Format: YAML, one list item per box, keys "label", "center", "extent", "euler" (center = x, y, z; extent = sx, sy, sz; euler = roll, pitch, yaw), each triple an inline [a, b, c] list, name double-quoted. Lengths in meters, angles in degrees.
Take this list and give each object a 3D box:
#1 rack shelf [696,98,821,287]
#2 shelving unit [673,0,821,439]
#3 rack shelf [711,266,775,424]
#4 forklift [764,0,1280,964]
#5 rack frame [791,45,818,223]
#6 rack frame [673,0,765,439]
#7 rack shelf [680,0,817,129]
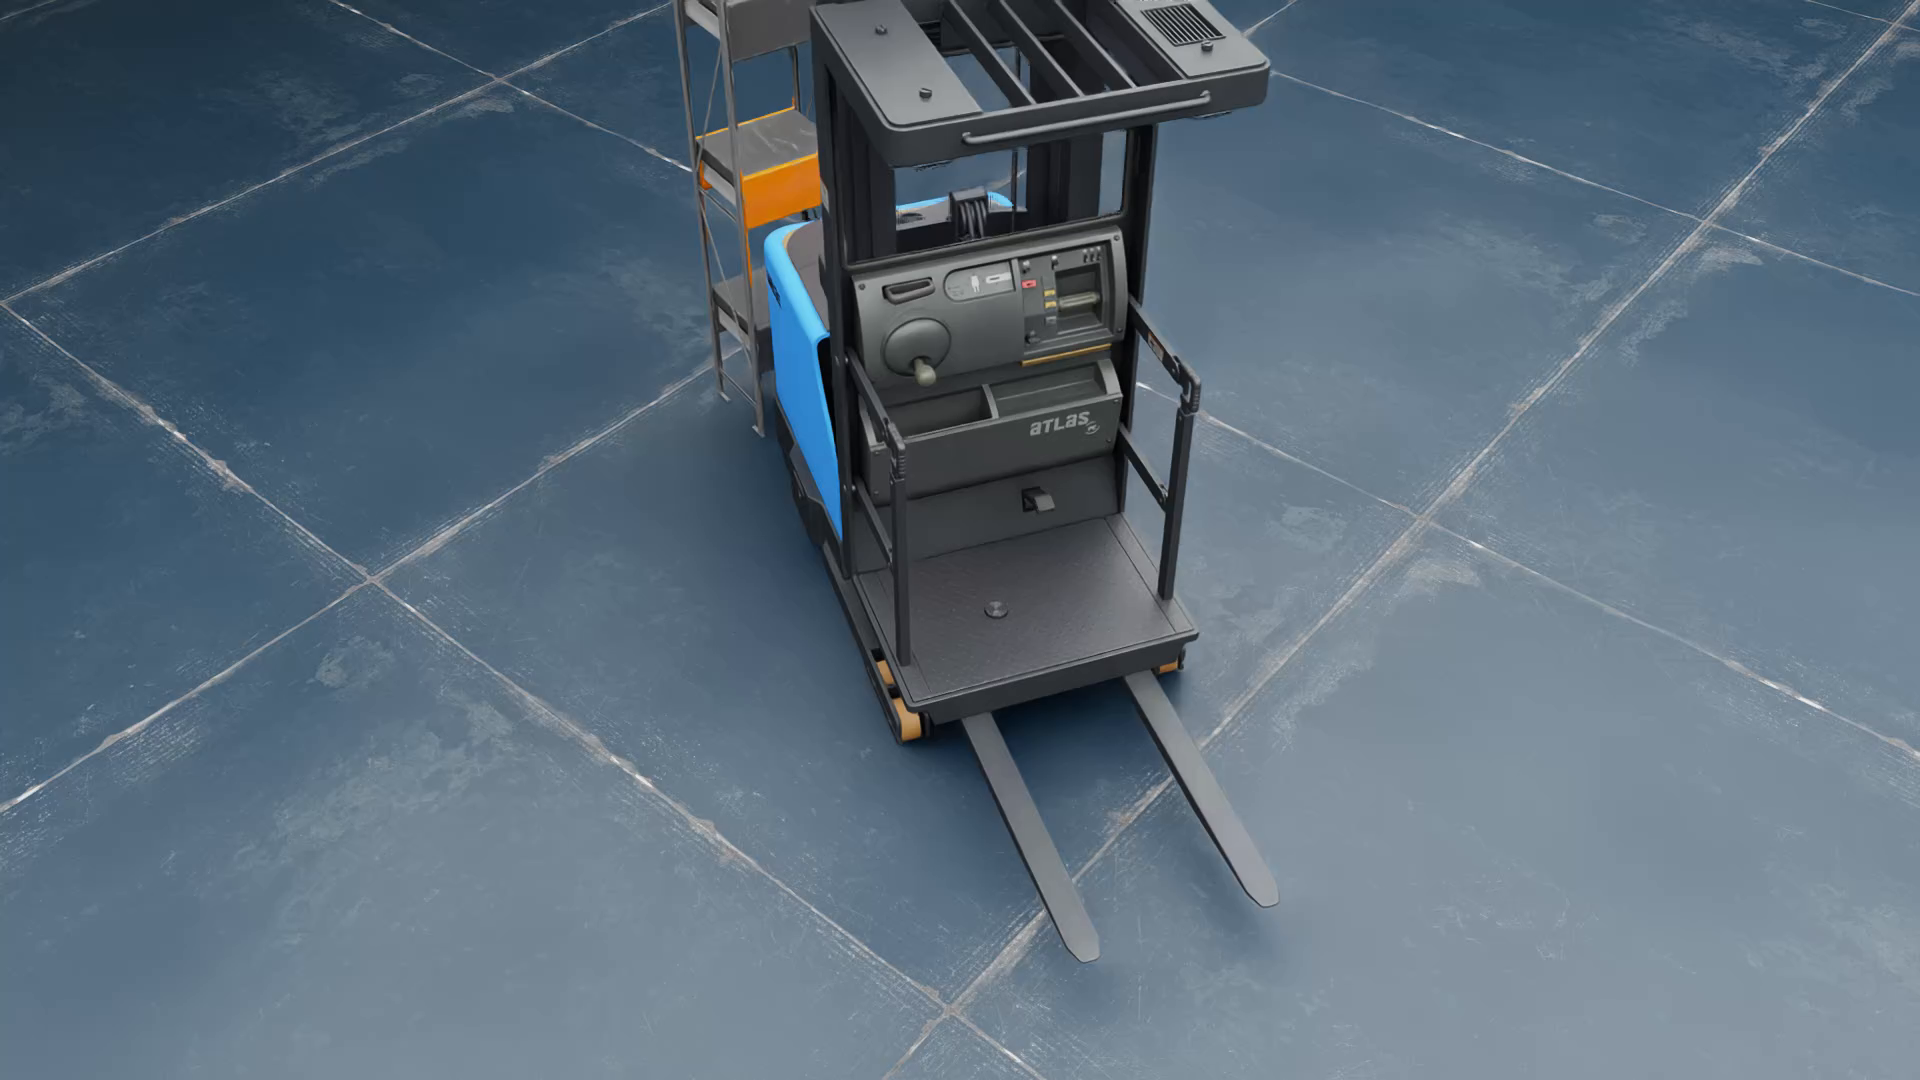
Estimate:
- label: "rack shelf"
  center: [-0.762, -1.417, 6.765]
  extent: [0.480, 0.518, 0.431]
  euler: [-25, 48, -25]
- label: "shelving unit"
  center: [-0.762, -1.427, 6.756]
  extent: [0.503, 2.100, 0.431]
  euler: [-25, 48, -25]
- label: "rack shelf"
  center: [-0.766, -0.897, 7.233]
  extent: [0.480, 0.518, 0.431]
  euler: [-25, 48, -25]
- label: "forklift"
  center: [0.184, -0.678, 5.317]
  extent: [1.130, 2.935, 3.031]
  euler: [-13, 44, -14]
- label: "rack frame"
  center: [-0.562, -1.520, 6.860]
  extent: [0.015, 2.100, 0.400]
  euler: [-25, 48, -25]
- label: "rack frame"
  center: [-0.962, -1.334, 6.651]
  extent: [0.015, 2.100, 0.400]
  euler: [-25, 48, -25]
- label: "rack shelf"
  center: [-0.759, -1.937, 6.296]
  extent: [0.480, 0.518, 0.431]
  euler: [-25, 48, -25]
